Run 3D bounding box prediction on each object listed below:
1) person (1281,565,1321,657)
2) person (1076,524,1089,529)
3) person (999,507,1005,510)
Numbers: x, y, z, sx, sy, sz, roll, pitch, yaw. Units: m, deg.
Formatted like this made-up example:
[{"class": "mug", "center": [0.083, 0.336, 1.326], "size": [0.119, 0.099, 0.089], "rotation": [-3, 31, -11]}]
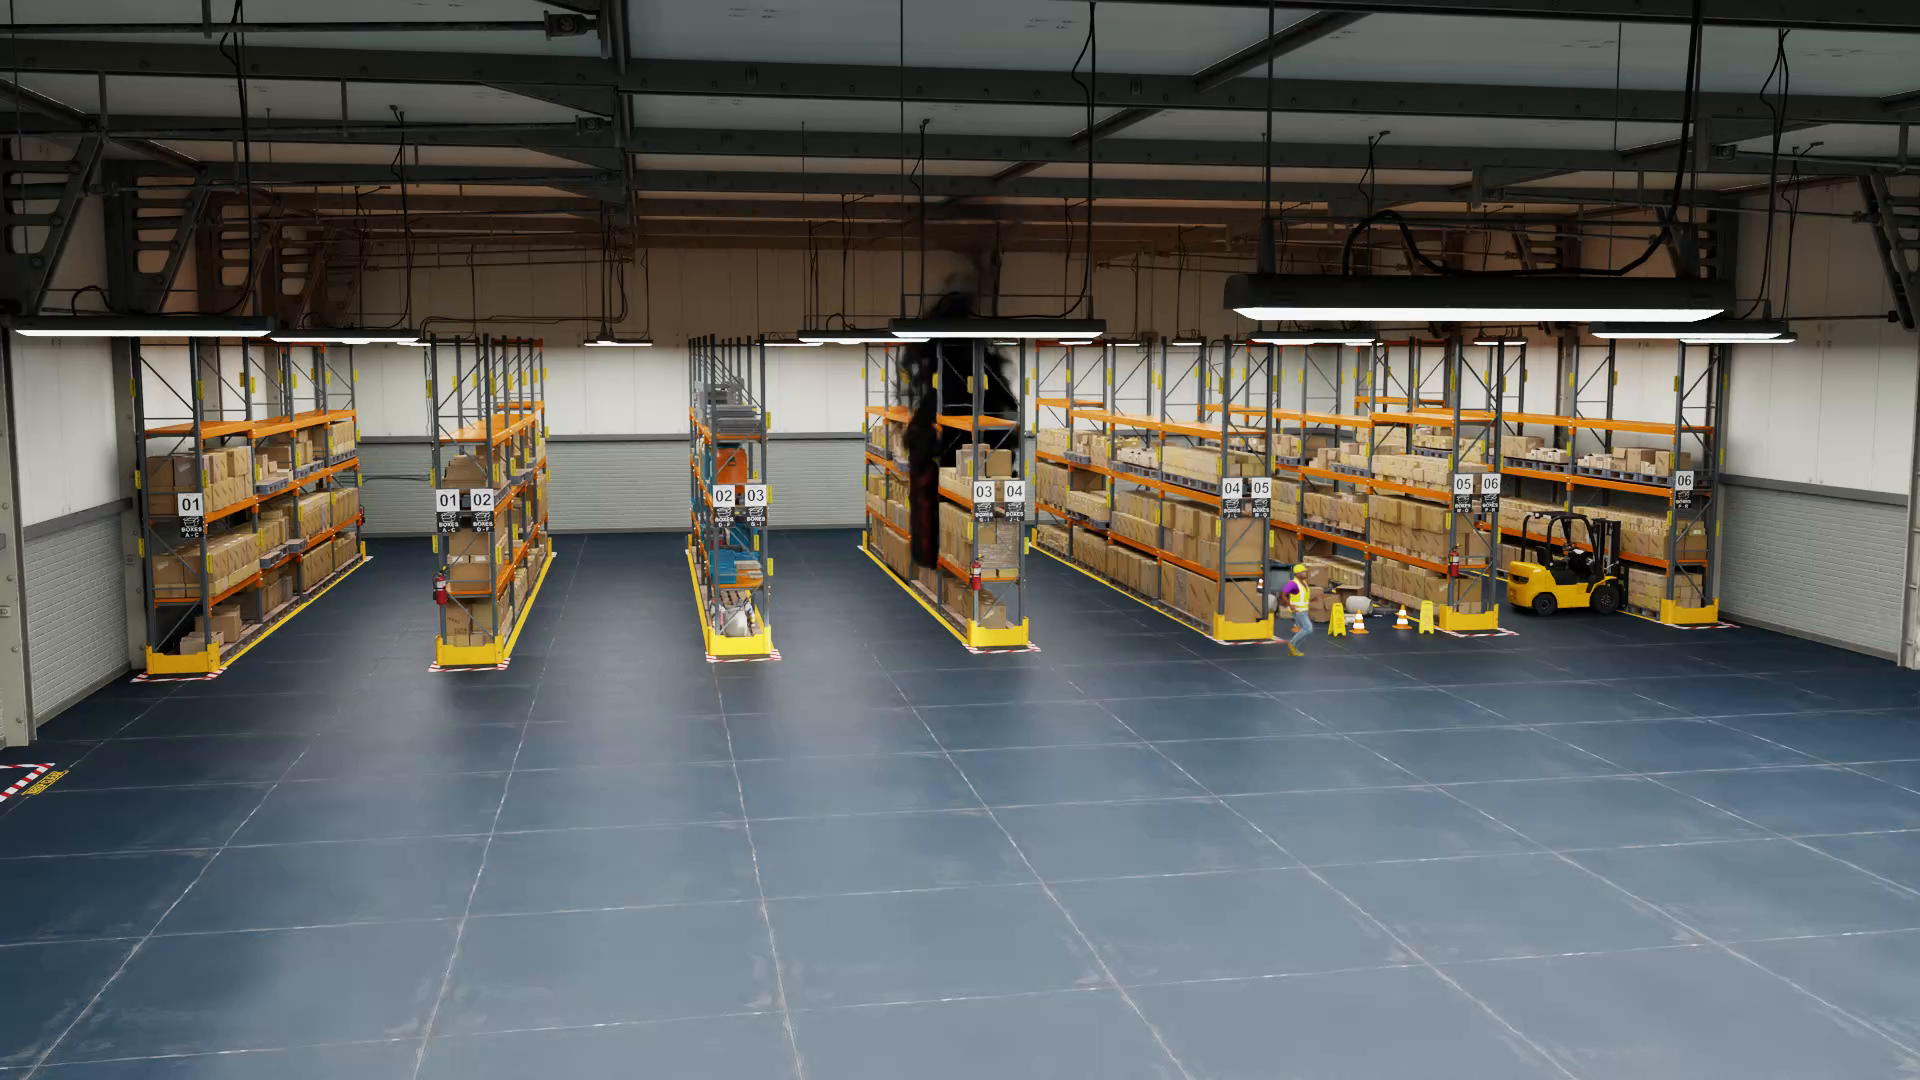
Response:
[{"class": "person", "center": [6.360, 1.322, 30.924], "size": [0.596, 1.732, 0.704], "rotation": [4, 8, 32]}, {"class": "person", "center": [3.621, -0.761, 49.486], "size": [0.783, 1.640, 0.674], "rotation": [6, 9, 40]}, {"class": "person", "center": [1.253, -0.447, 46.429], "size": [0.630, 1.789, 0.763], "rotation": [-1, 7, -6]}]
